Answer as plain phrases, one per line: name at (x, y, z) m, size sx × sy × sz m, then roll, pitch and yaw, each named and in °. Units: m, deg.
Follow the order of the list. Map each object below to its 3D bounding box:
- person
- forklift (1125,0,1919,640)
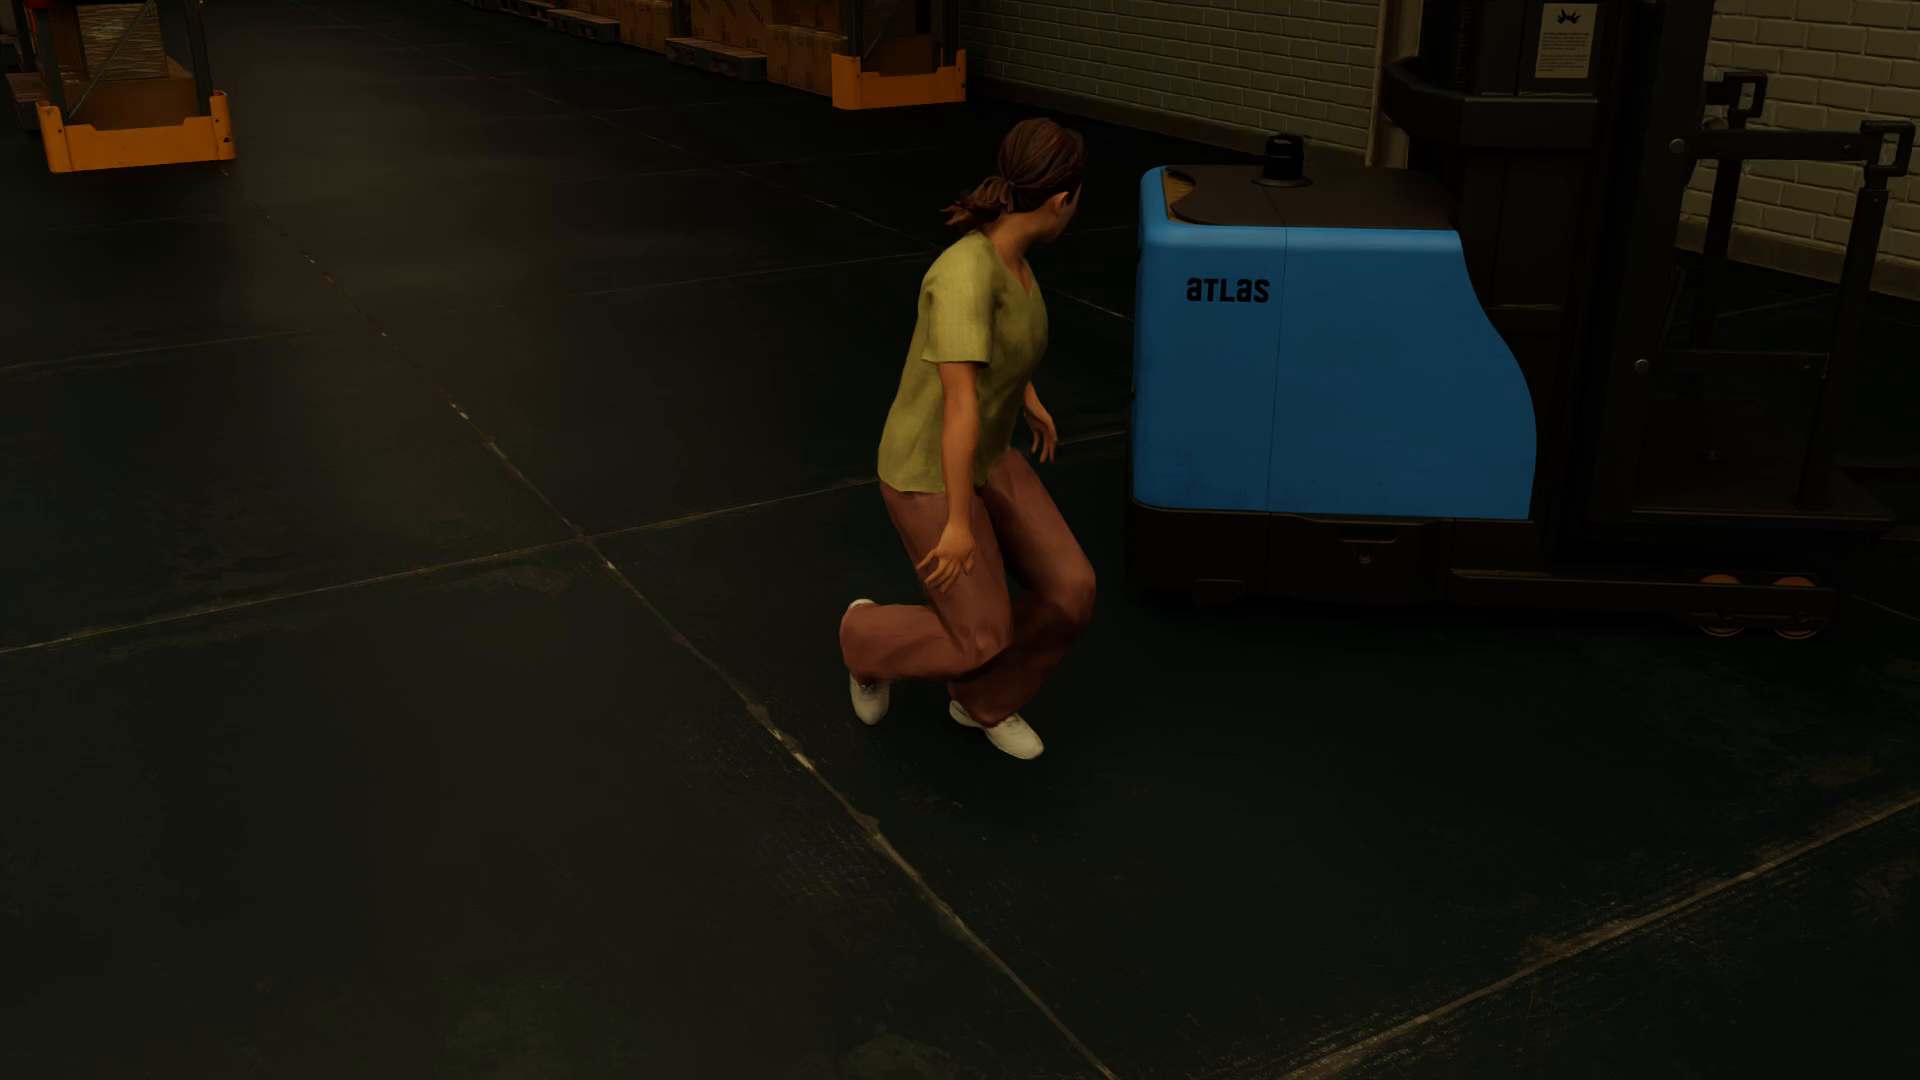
person at (0.000, -0.192, 3.701) m, size 0.631 × 1.472 × 0.740 m, roll 13°, pitch 25°, yaw 28°
forklift at (2.015, -1.299, 4.439) m, size 3.031 × 2.935 × 1.130 m, roll 2°, pitch 22°, yaw 5°
